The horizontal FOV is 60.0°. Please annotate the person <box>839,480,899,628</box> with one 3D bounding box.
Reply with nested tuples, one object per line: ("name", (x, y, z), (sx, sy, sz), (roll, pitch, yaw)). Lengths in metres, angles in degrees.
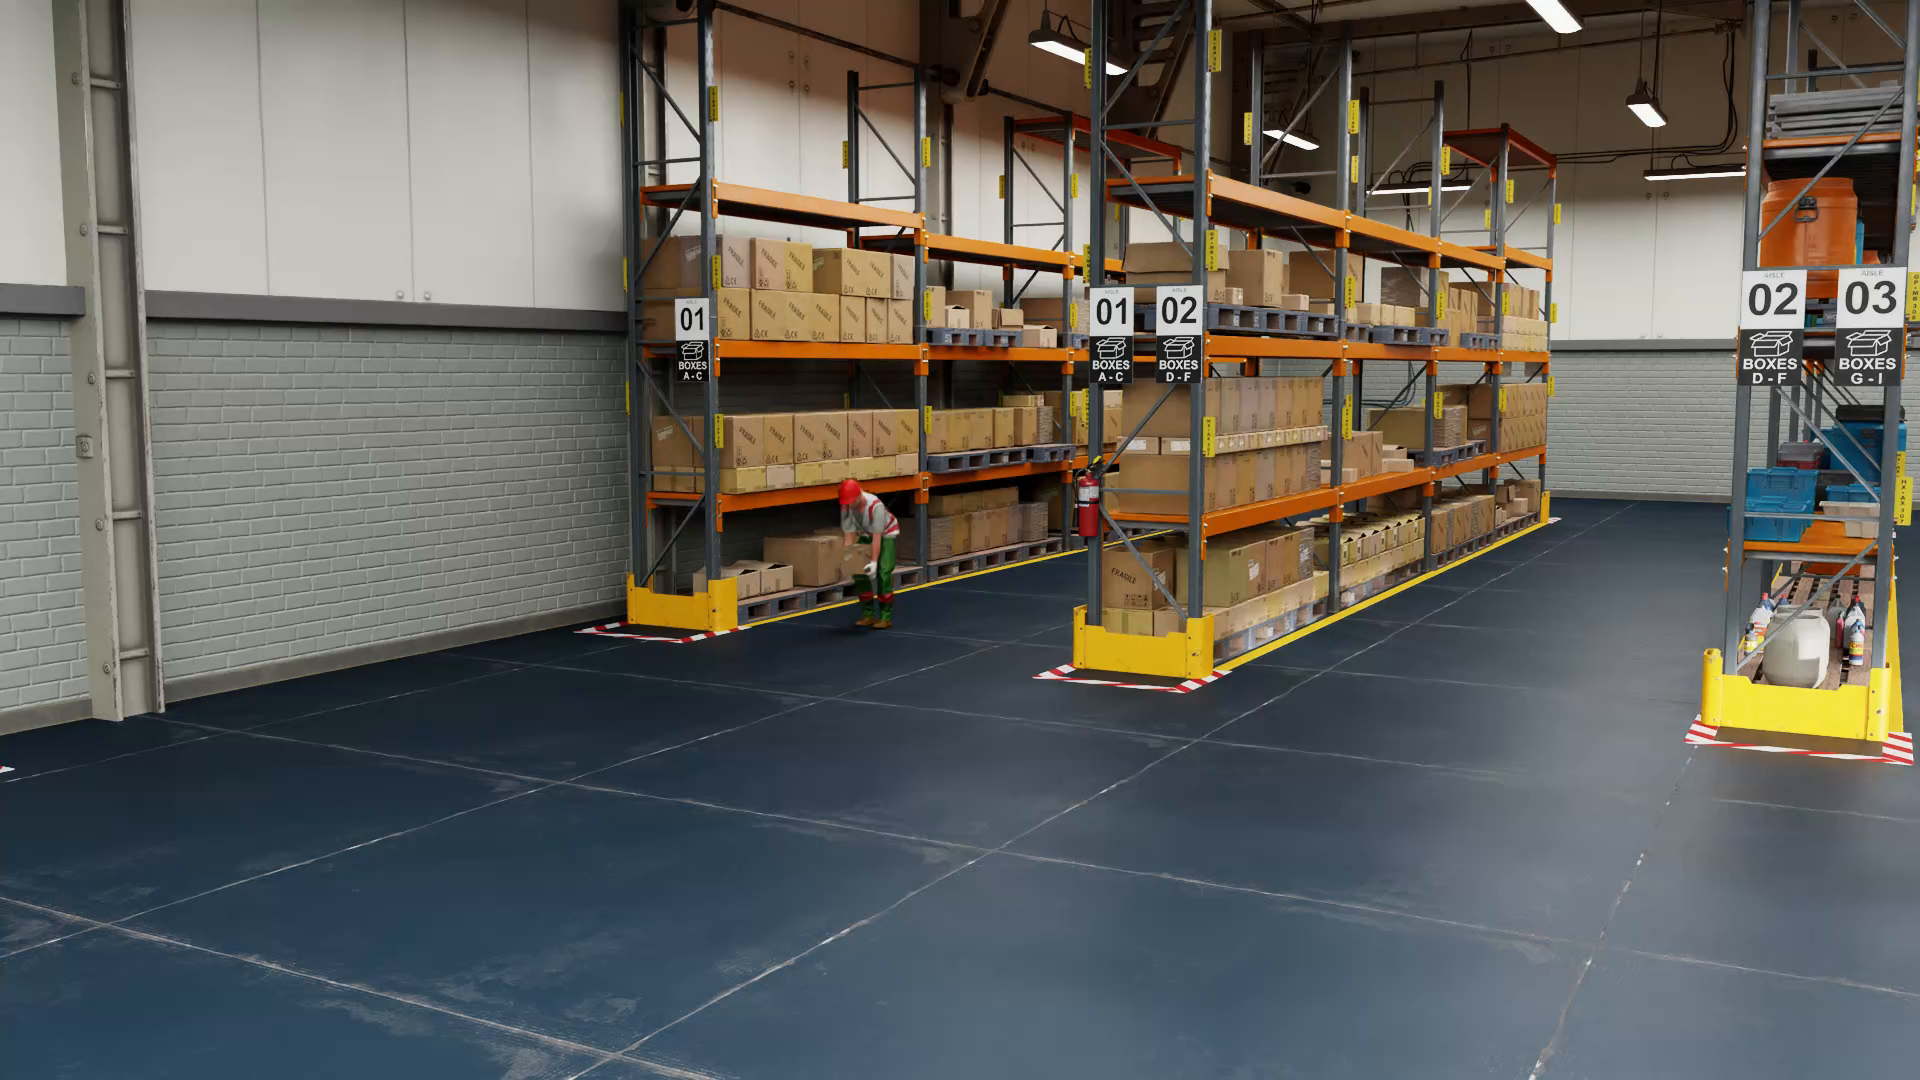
("person", (-0.919, 0.136, 16.180), (0.484, 1.470, 0.858), (3, 7, 27))
